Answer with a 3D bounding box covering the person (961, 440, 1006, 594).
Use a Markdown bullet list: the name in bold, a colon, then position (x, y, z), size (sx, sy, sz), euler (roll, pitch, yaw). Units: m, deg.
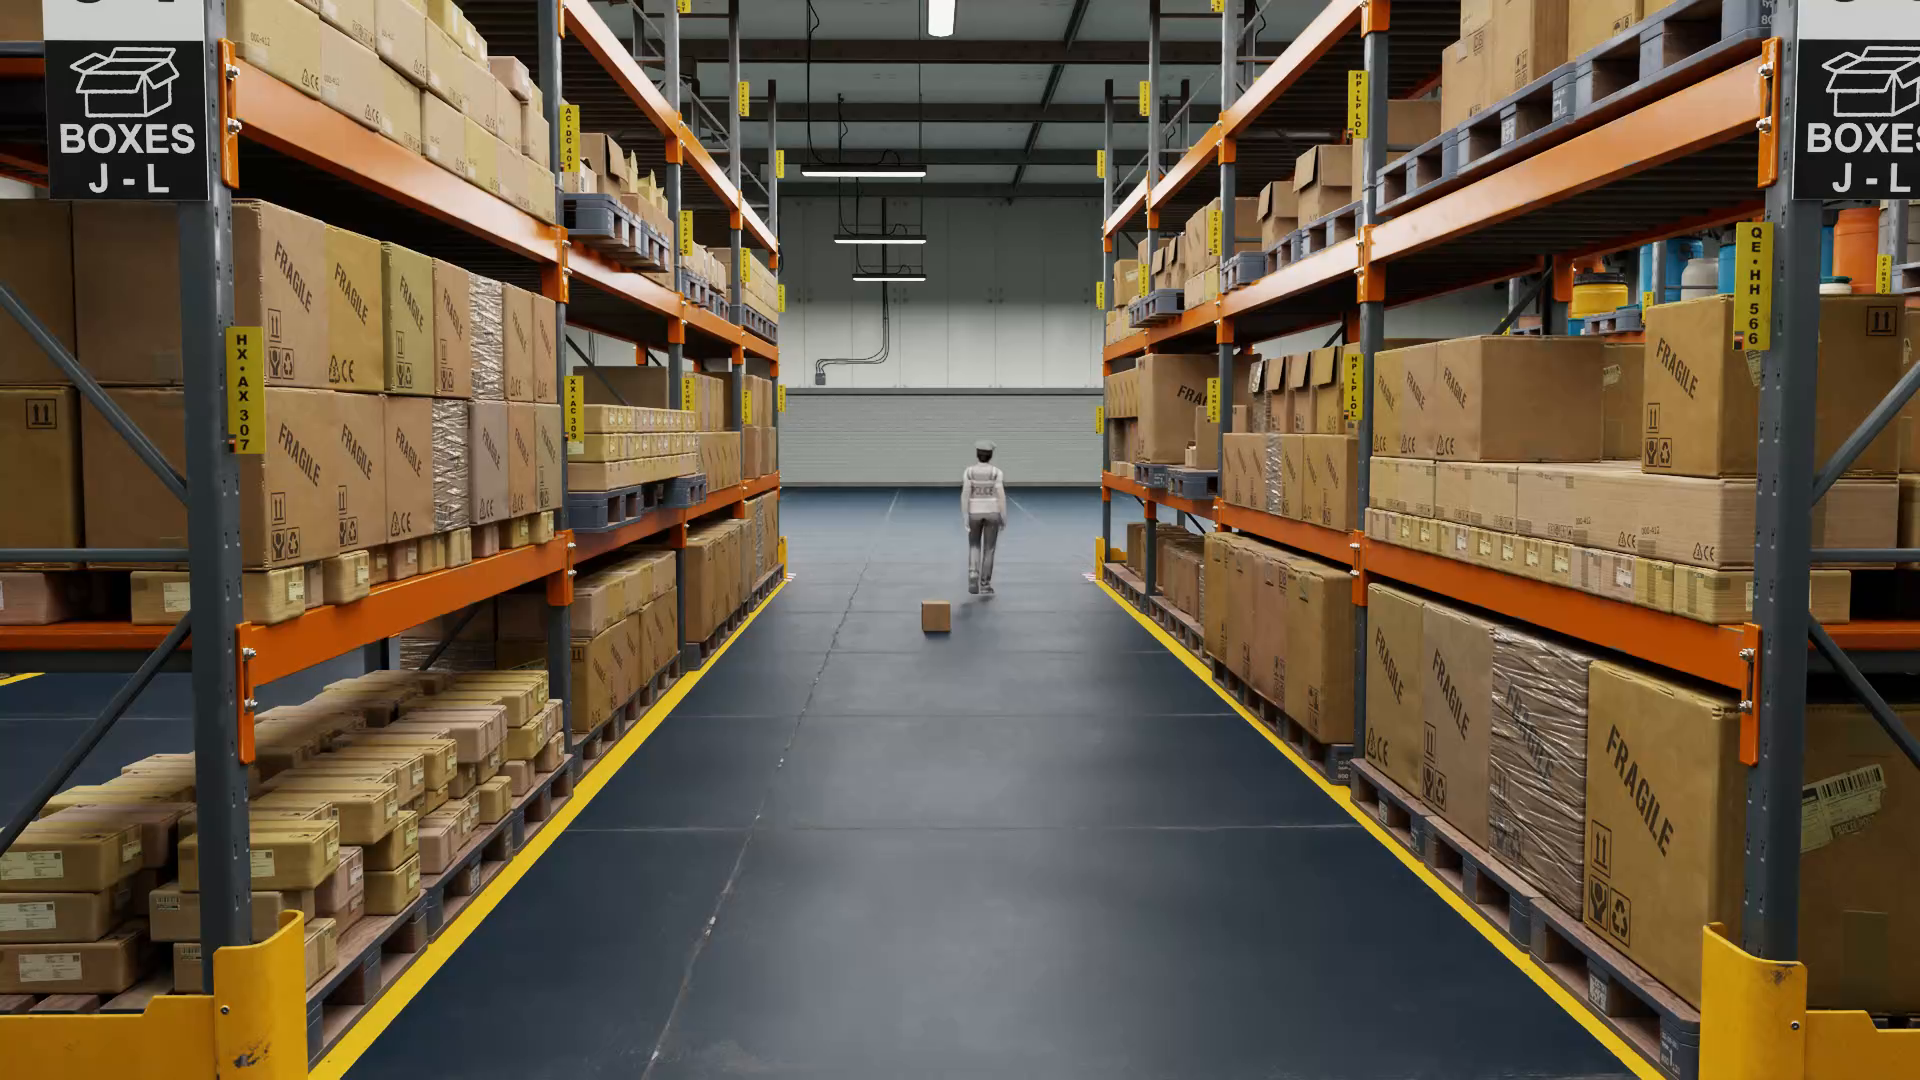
- **person**: position (0.270, -0.248, 18.229), size (0.484, 1.700, 0.436), euler (1, 4, 12)
